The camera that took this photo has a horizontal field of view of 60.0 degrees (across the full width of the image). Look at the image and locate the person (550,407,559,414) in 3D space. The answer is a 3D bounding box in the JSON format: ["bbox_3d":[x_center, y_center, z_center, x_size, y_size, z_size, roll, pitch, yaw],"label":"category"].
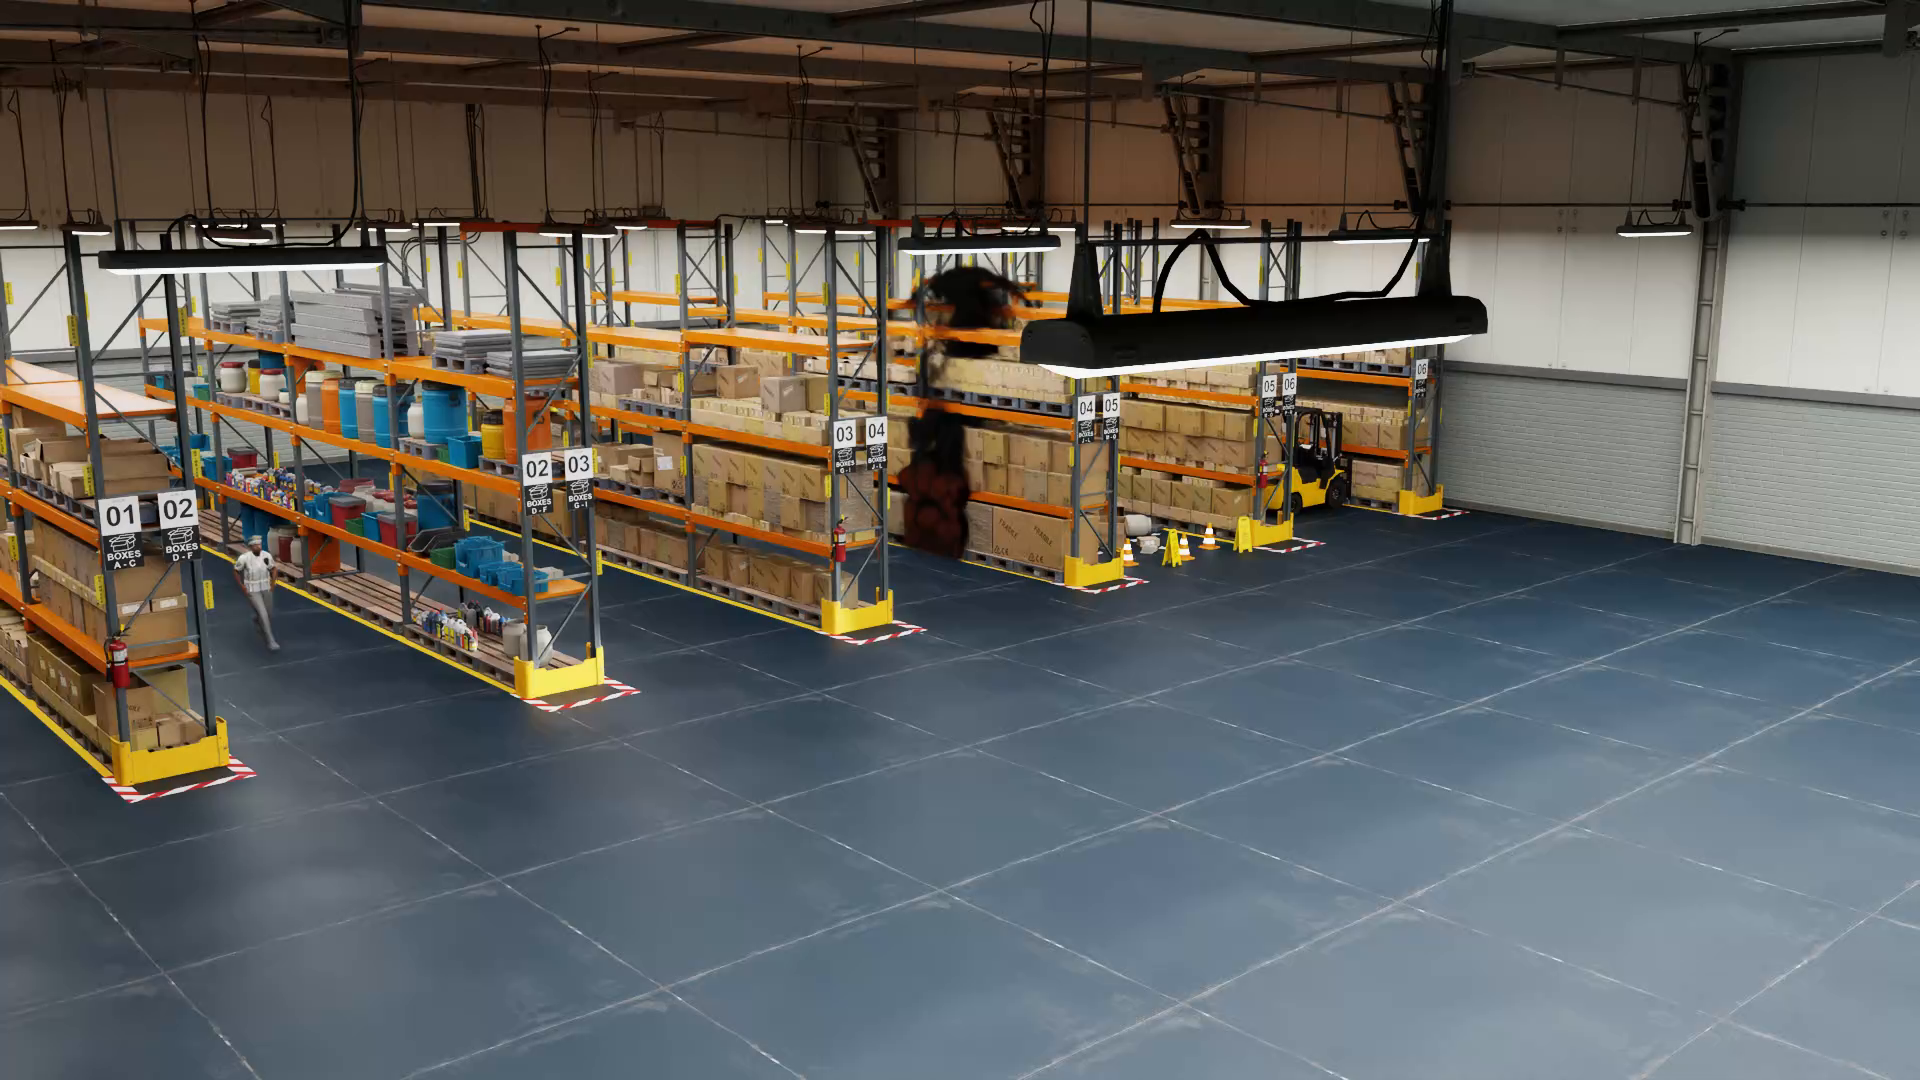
[{"bbox_3d":[-9.485,-2.236,38.695,0.752,1.693,0.547,-2,12,-11],"label":"person"}]

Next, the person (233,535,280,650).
[{"bbox_3d":[-10.193,0.728,24.123,0.600,1.684,0.816,-10,15,-41],"label":"person"}]
